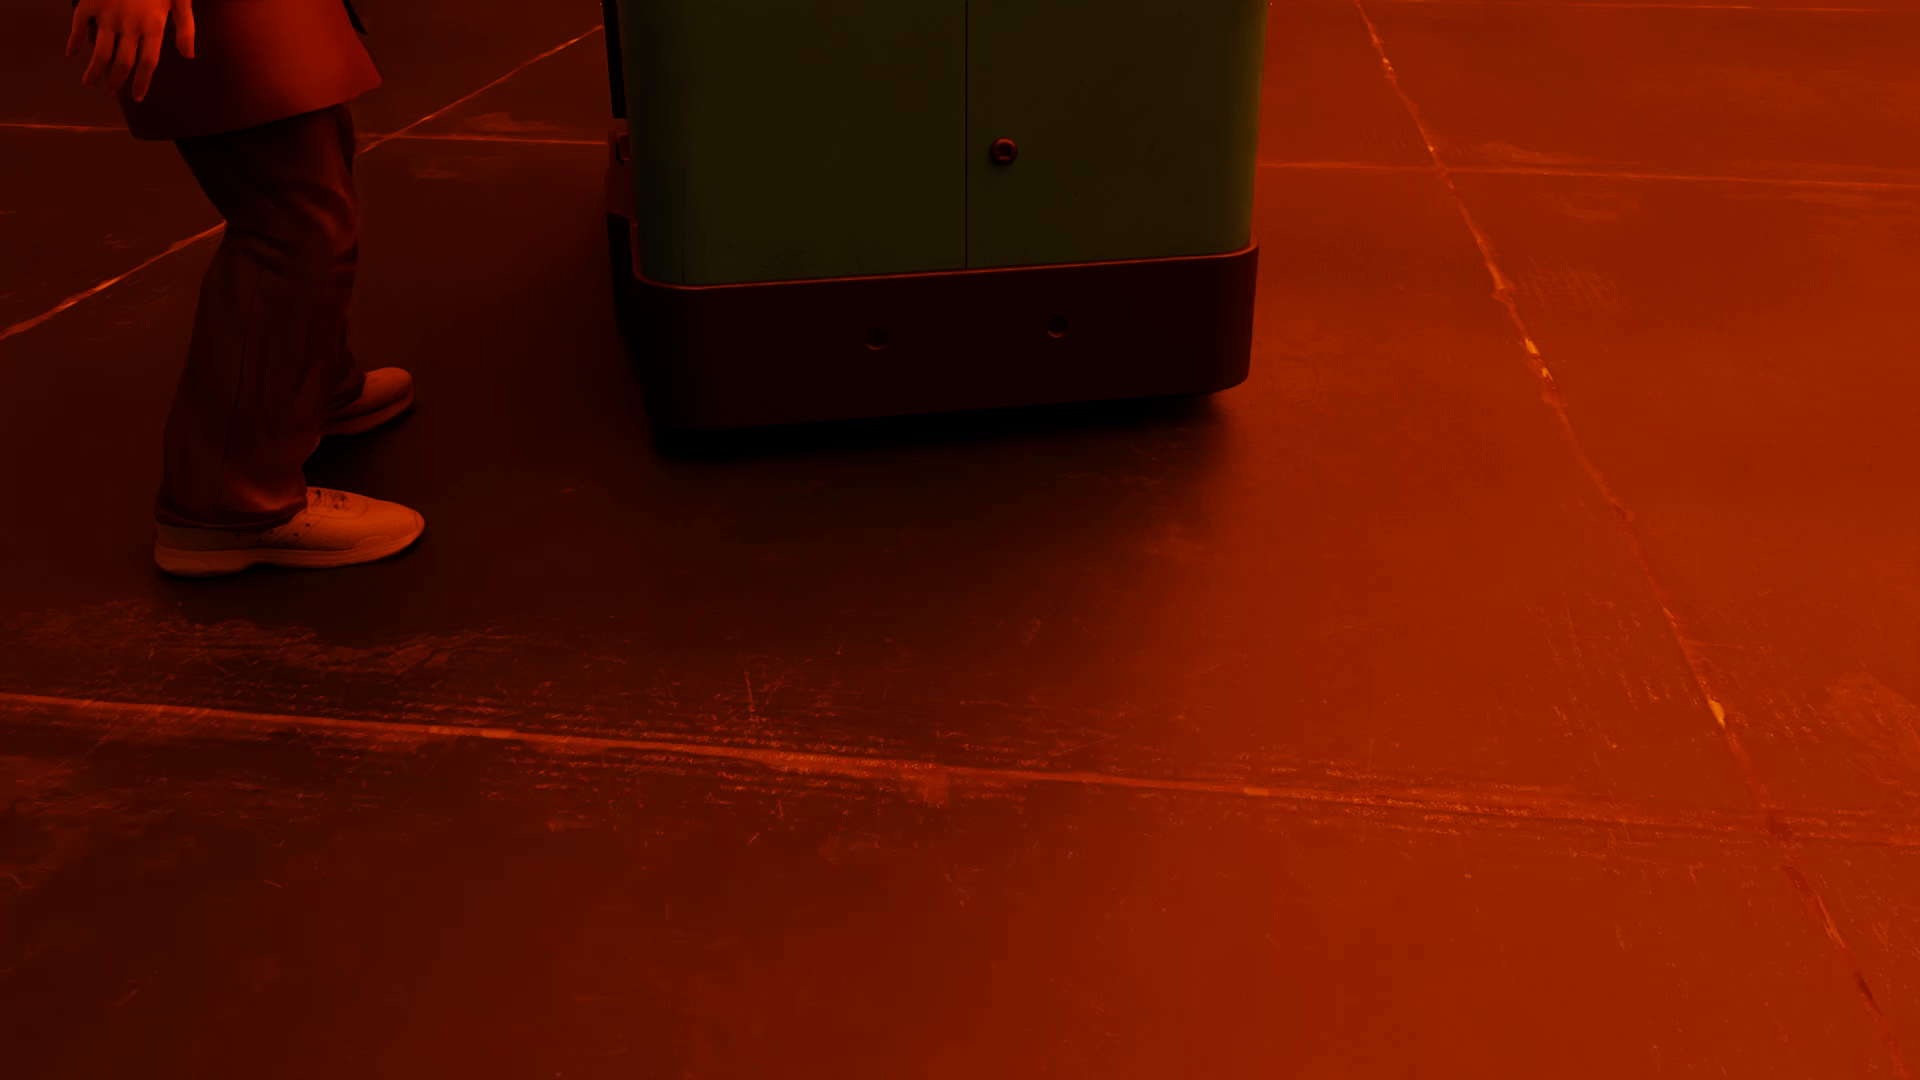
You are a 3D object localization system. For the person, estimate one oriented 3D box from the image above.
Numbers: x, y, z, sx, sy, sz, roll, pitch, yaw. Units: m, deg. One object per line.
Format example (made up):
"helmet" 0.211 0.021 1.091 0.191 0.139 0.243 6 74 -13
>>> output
"person" -1.010 -0.815 2.187 0.426 1.750 0.899 -11 28 -21

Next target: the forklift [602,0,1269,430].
"forklift" -0.287 -2.125 3.476 1.130 2.935 3.031 -5 27 -10
